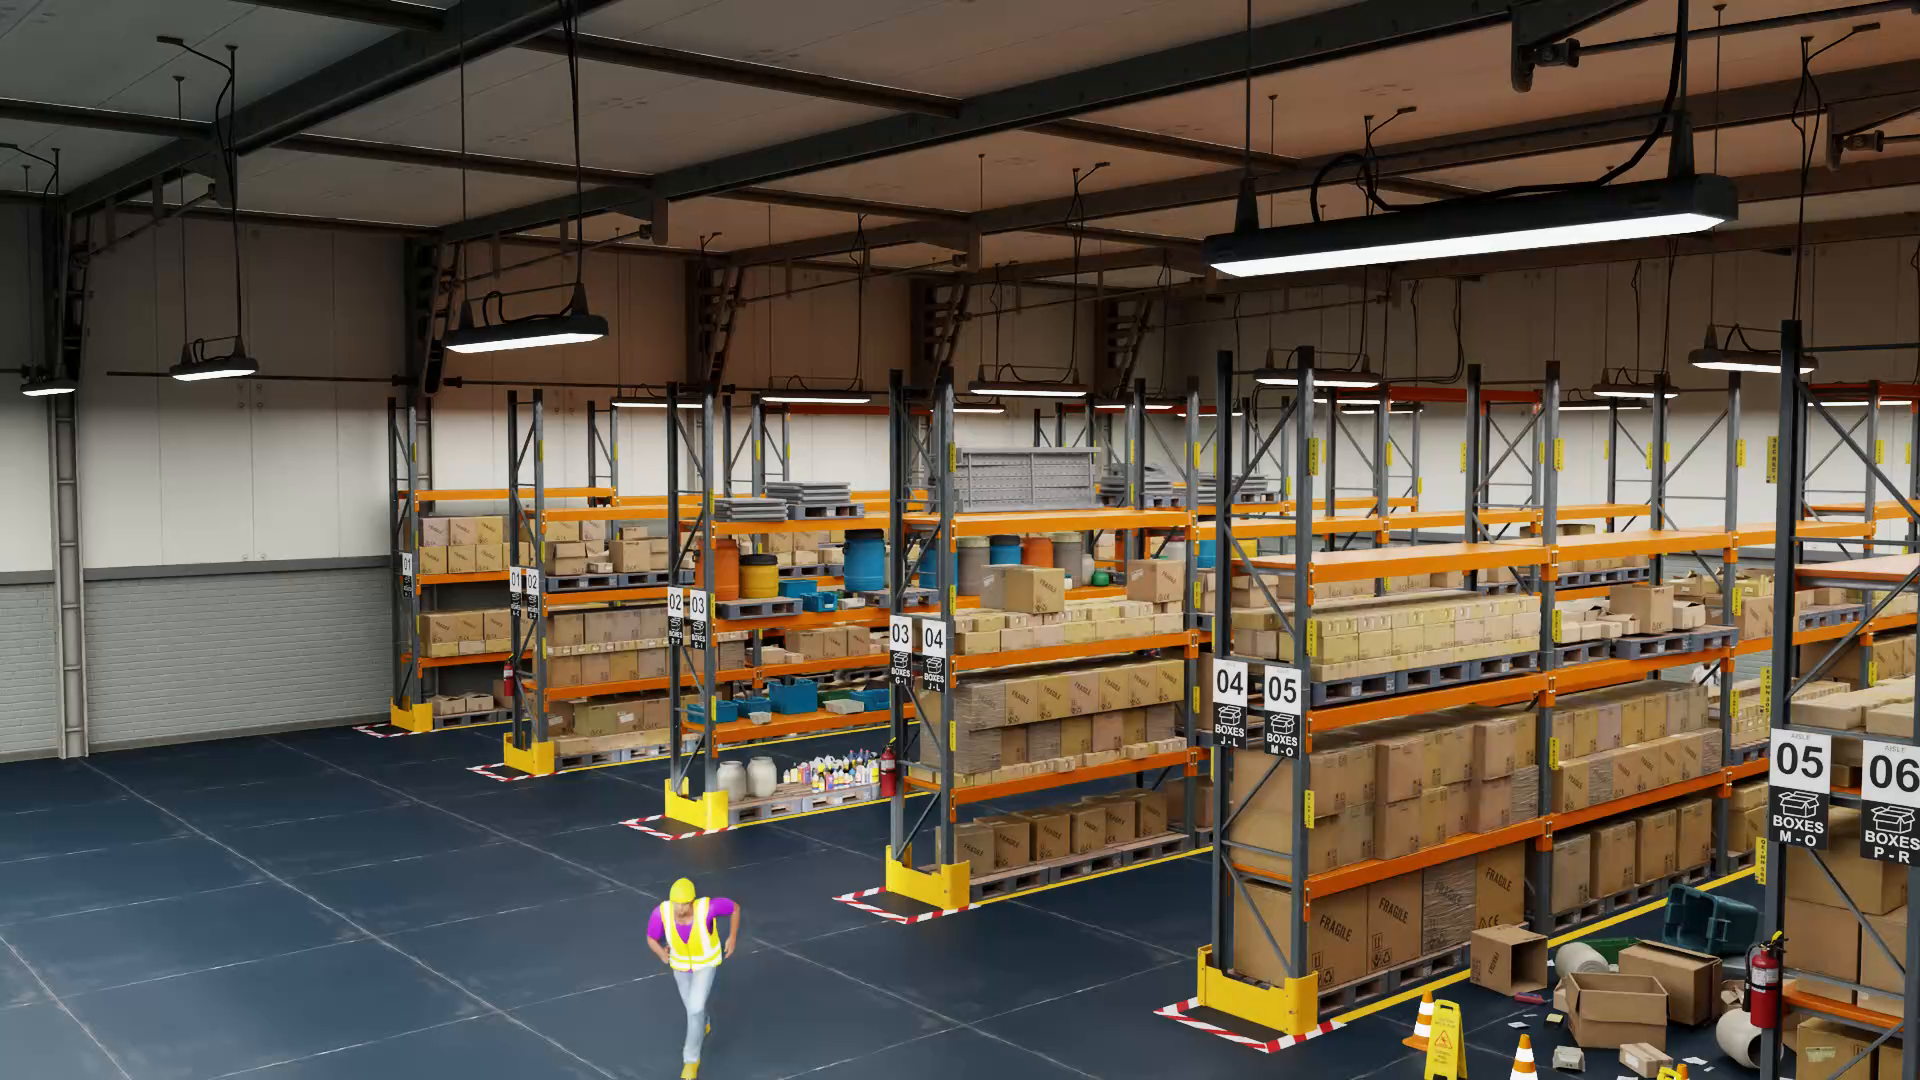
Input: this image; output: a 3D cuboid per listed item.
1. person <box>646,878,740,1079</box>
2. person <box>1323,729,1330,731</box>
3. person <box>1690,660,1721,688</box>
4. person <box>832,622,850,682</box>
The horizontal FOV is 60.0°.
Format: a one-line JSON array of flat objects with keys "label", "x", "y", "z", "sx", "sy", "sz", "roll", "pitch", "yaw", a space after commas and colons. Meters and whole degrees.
[{"label": "person", "x": -2.183, "y": 3.554, "z": 13.721, "sx": 0.745, "sy": 1.716, "sz": 1.035, "roll": 0, "pitch": 3, "yaw": 3}, {"label": "person", "x": 4.416, "y": 3.134, "z": 19.997, "sx": 0.671, "sy": 1.749, "sz": 0.718, "roll": 3, "pitch": 5, "yaw": 43}, {"label": "person", "x": 12.587, "y": 2.711, "z": 27.902, "sx": 0.690, "sy": 1.646, "sz": 0.912, "roll": 2, "pitch": 4, "yaw": 33}, {"label": "person", "x": -2.270, "y": 2.400, "z": 32.413, "sx": 0.650, "sy": 1.753, "sz": 0.876, "roll": 3, "pitch": 5, "yaw": 45}]
